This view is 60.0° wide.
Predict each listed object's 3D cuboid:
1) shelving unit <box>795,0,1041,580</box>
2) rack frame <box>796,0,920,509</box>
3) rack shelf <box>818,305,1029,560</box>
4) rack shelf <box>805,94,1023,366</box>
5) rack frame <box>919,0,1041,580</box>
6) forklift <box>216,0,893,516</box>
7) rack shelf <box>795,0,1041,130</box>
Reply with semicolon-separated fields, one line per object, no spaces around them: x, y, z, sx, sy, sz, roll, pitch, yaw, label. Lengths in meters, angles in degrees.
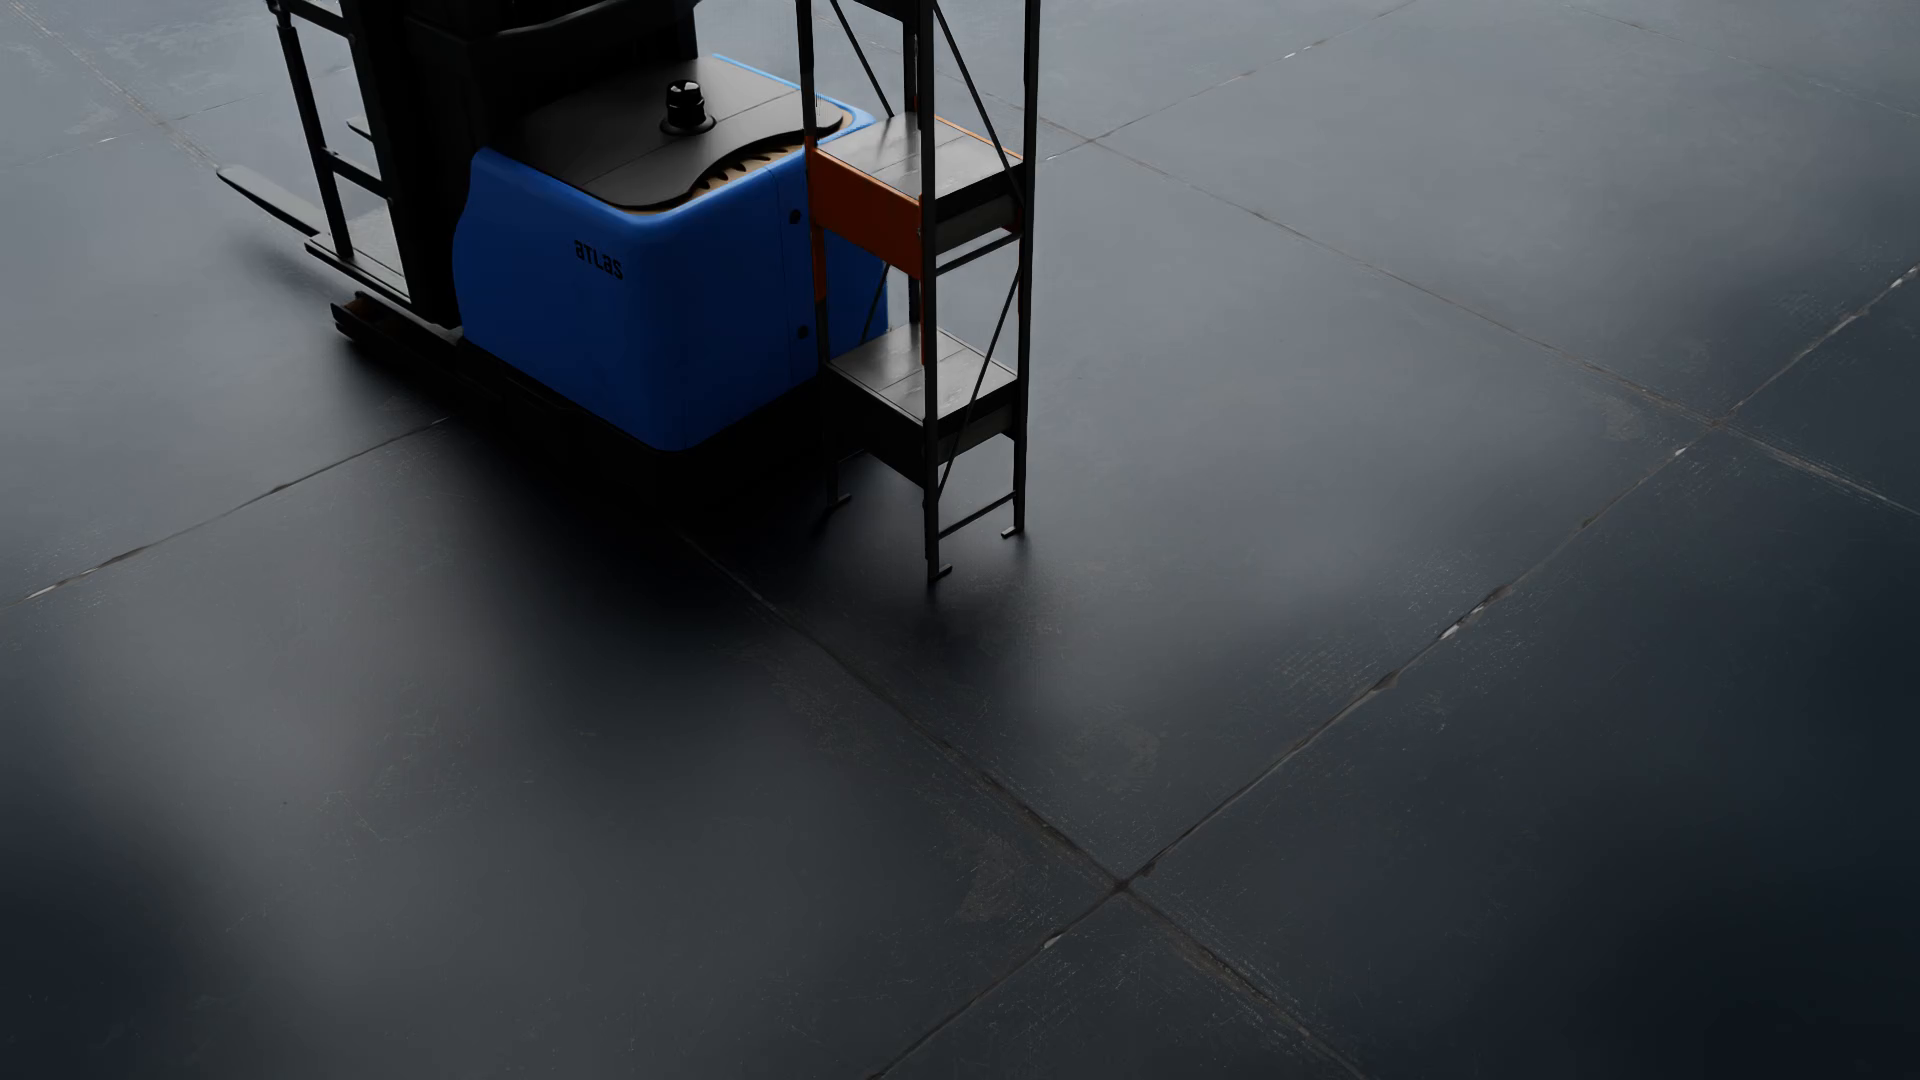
-0.112;-0.893;4.685;0.431;2.100;0.503;-30;48;-32;shelving unit
-0.277;-1.006;4.825;0.400;2.100;0.015;-30;48;-32;rack frame
-0.112;-0.338;5.134;0.431;0.518;0.480;-30;48;-32;rack shelf
-0.112;-0.883;4.694;0.431;0.518;0.480;-30;48;-32;rack shelf
0.053;-0.781;4.545;0.400;2.100;0.015;-30;48;-32;rack frame
-1.670;-2.005;5.400;3.031;2.935;1.130;29;47;31;forklift
-0.112;-1.427;4.254;0.431;0.518;0.480;-30;48;-32;rack shelf
